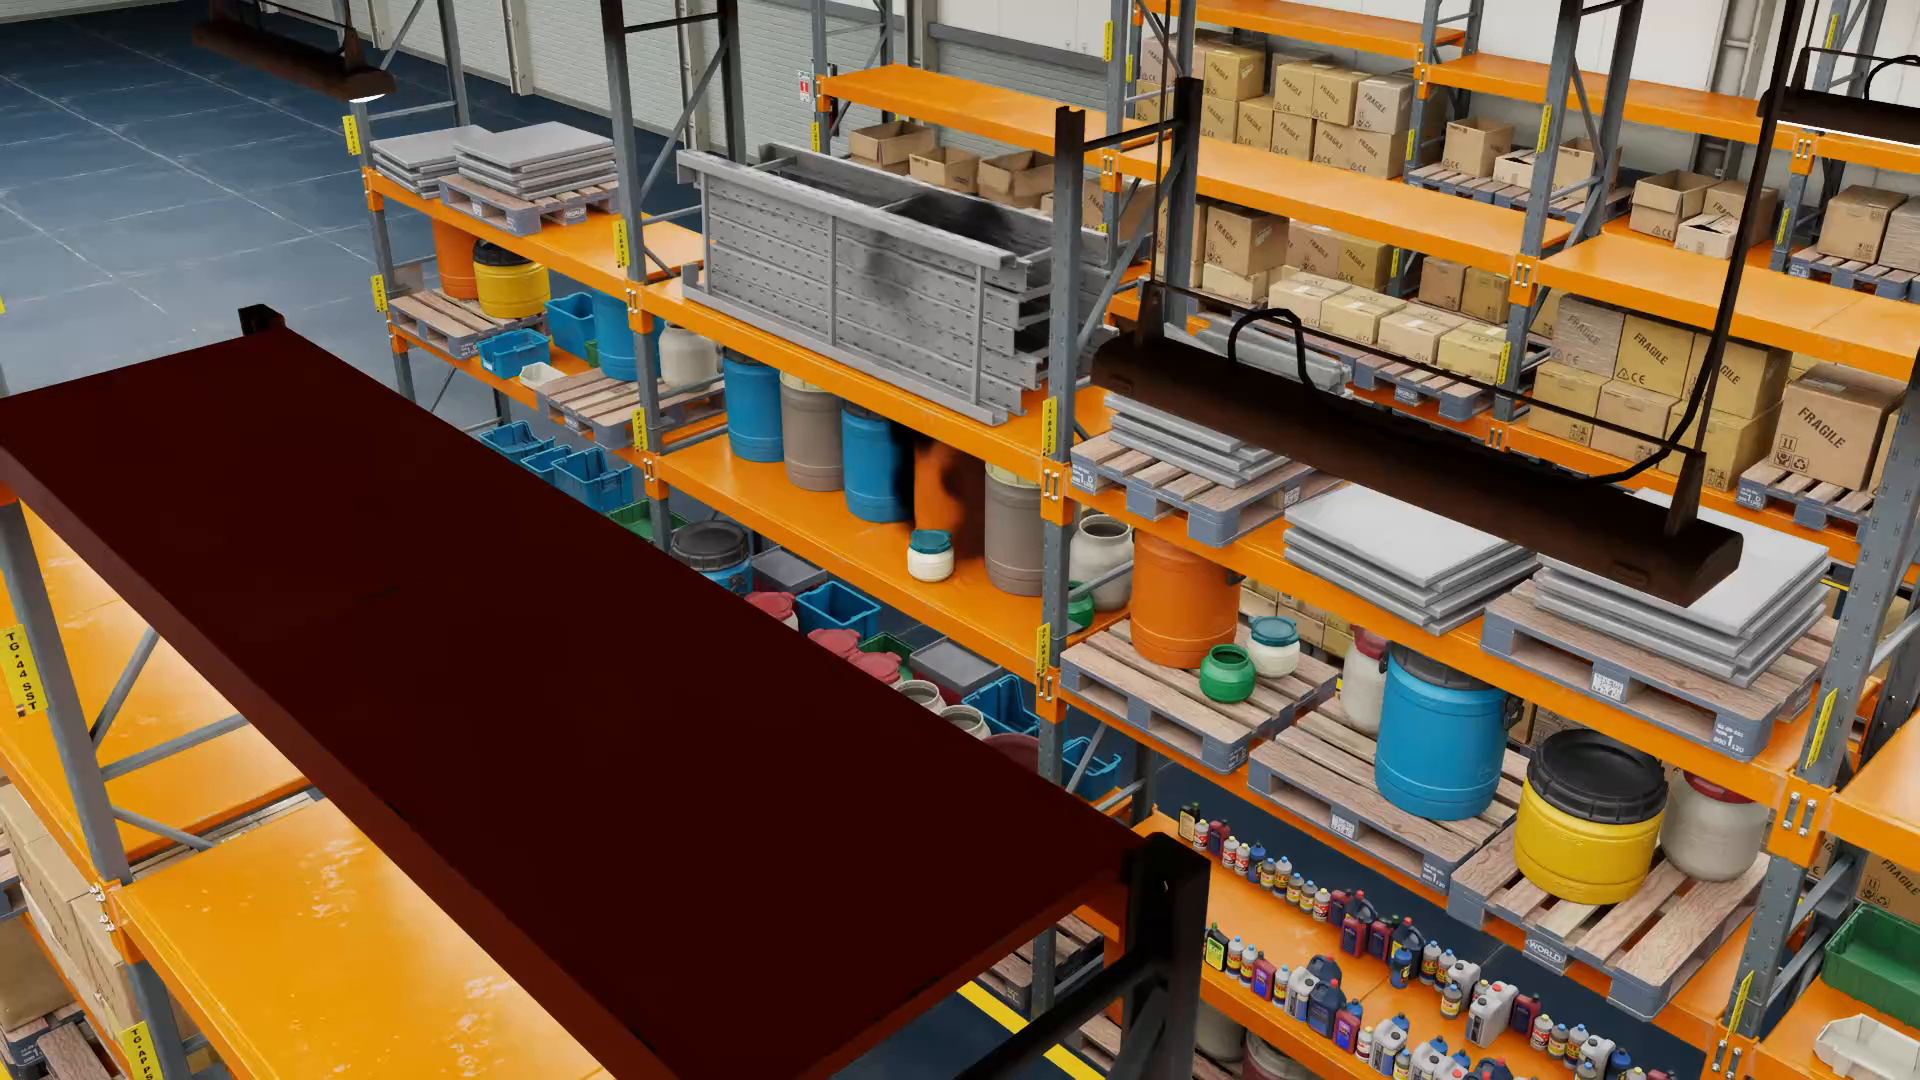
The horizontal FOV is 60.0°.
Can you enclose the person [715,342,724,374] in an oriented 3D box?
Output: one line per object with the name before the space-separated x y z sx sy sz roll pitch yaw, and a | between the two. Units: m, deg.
person | -2.804 -2.476 19.762 0.719 1.623 0.537 -9 30 -17
